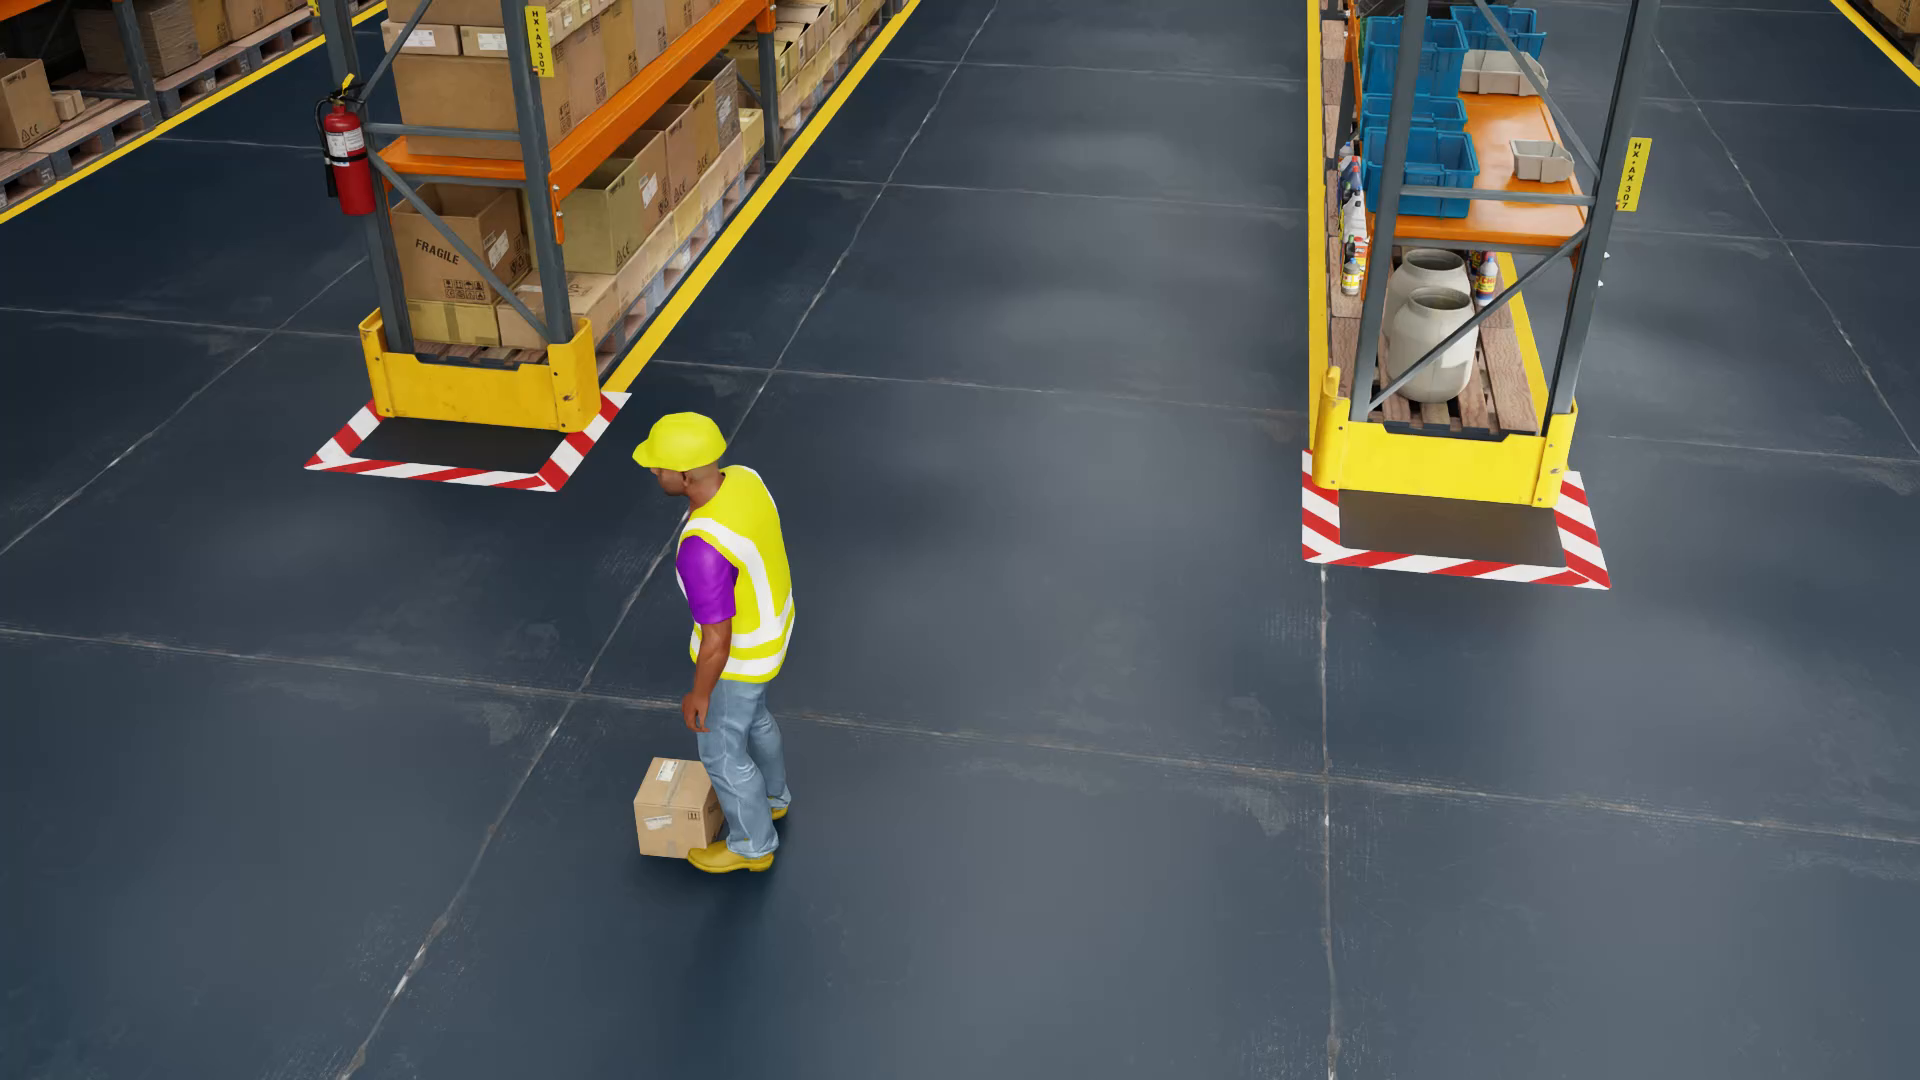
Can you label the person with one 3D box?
[{"bbox_3d":[-0.785,0.351,5.563,0.456,1.761,0.637,4,32,6],"label":"person"}]
